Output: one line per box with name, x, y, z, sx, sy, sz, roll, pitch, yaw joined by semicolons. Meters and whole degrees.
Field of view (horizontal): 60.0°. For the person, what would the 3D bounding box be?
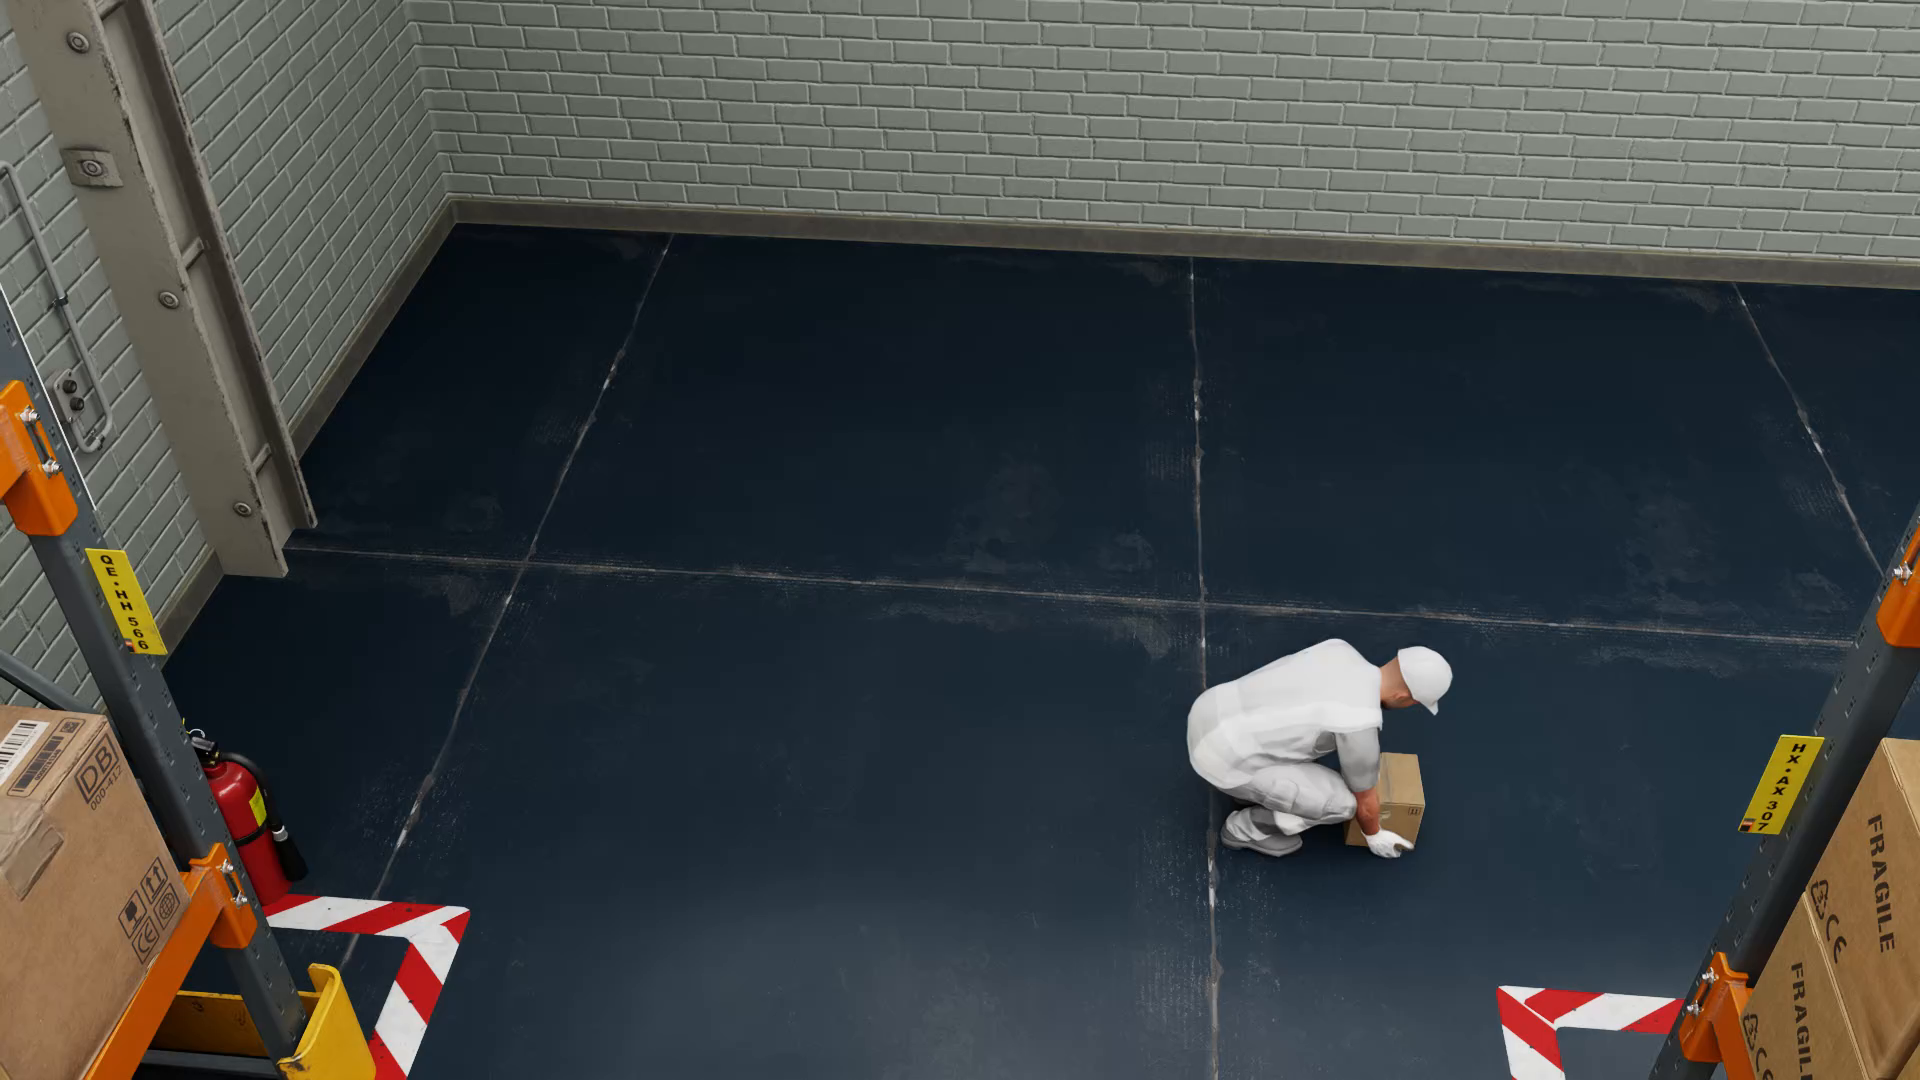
person;1.272;0.745;6.033;0.899;0.883;0.558;3;40;4
